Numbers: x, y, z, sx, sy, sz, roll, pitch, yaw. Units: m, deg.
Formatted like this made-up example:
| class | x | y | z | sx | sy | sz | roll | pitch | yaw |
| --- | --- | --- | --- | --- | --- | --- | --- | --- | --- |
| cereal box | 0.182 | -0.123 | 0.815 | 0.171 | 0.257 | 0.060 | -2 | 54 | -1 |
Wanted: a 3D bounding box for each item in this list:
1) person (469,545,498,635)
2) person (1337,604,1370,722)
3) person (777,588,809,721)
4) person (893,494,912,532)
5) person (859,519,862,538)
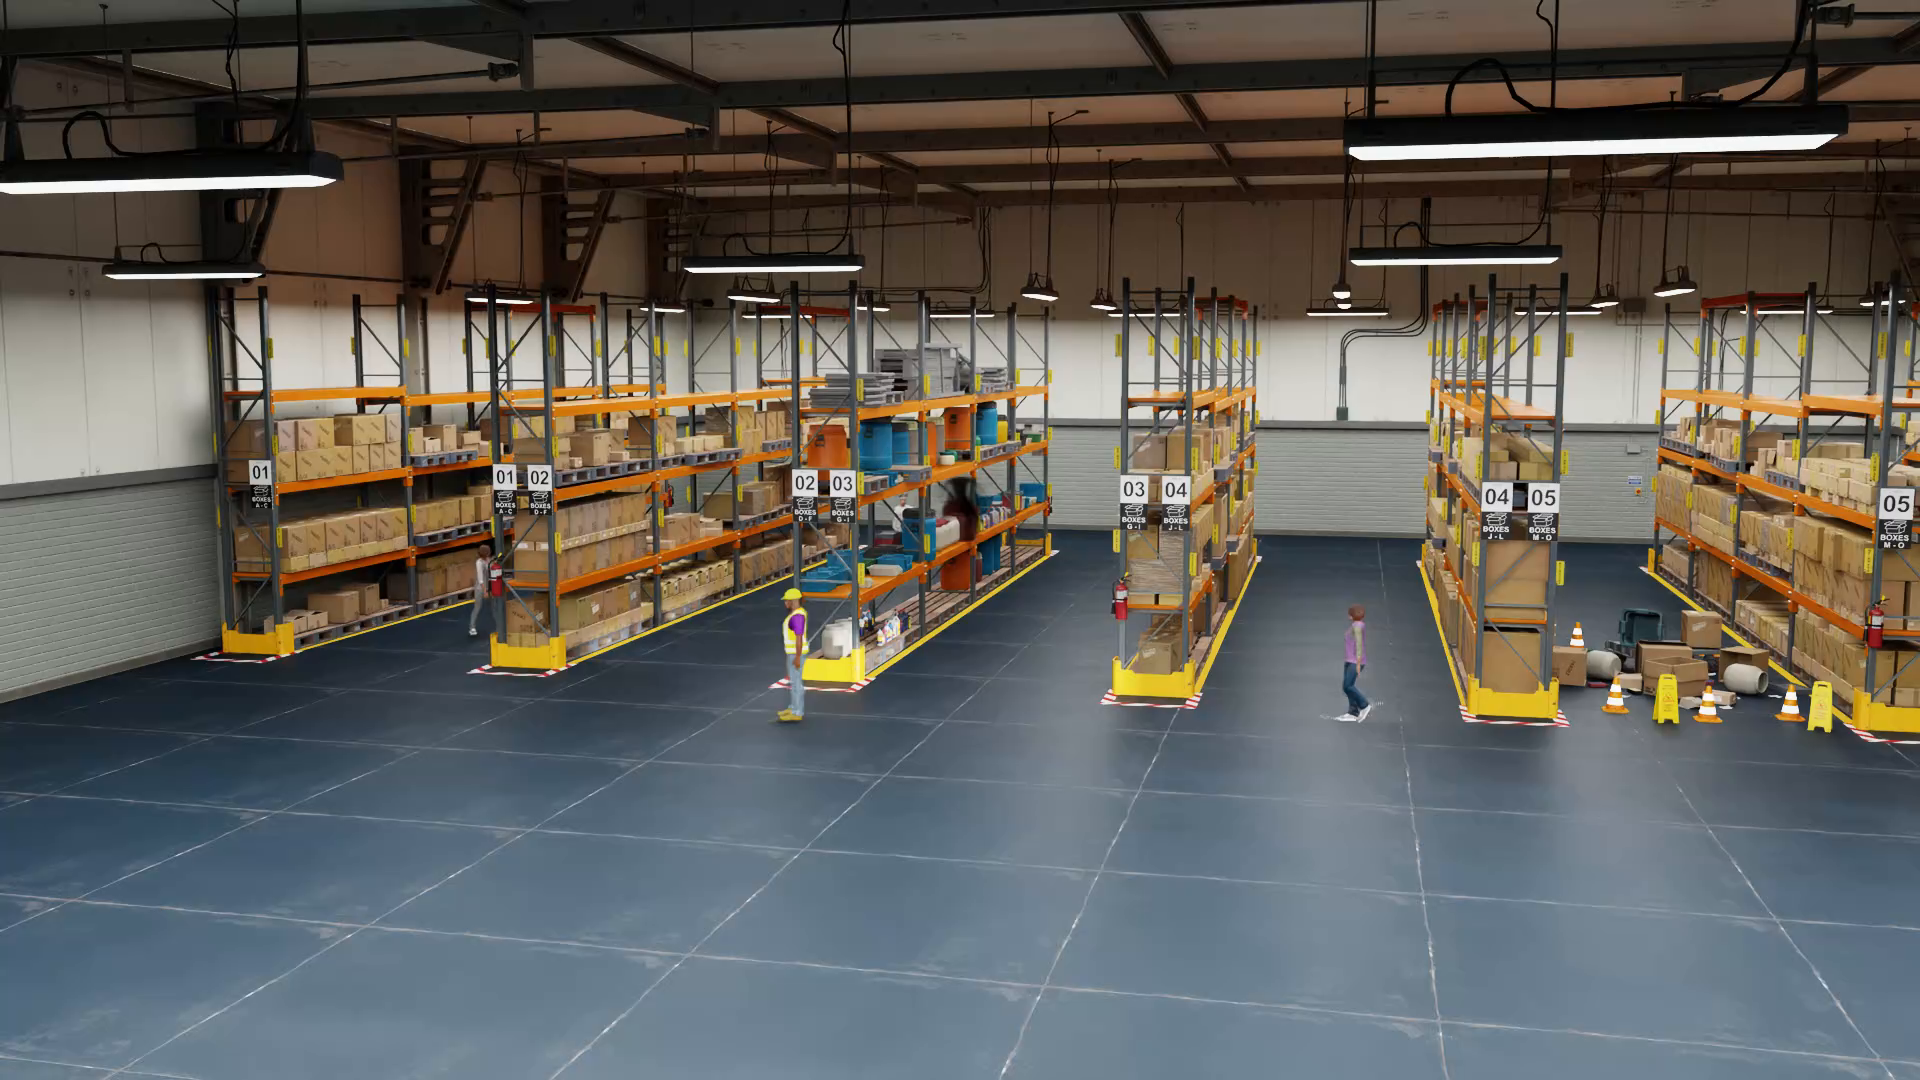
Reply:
| class | x | y | z | sx | sy | sz | roll | pitch | yaw |
| --- | --- | --- | --- | --- | --- | --- | --- | --- | --- |
| person | -8.284 | 0.860 | 29.189 | 0.646 | 1.575 | 0.575 | 3 | 7 | 25 |
| person | 5.280 | 1.650 | 22.225 | 0.419 | 1.595 | 0.441 | -1 | 7 | -11 |
| person | -2.269 | 1.534 | 22.516 | 0.429 | 1.771 | 0.604 | -1 | 7 | -10 |
| person | -1.320 | -0.271 | 38.831 | 0.528 | 1.629 | 0.975 | 1 | 7 | 9 |
| person | -2.876 | -0.869 | 44.082 | 0.486 | 1.604 | 0.932 | -3 | 7 | -21 |
